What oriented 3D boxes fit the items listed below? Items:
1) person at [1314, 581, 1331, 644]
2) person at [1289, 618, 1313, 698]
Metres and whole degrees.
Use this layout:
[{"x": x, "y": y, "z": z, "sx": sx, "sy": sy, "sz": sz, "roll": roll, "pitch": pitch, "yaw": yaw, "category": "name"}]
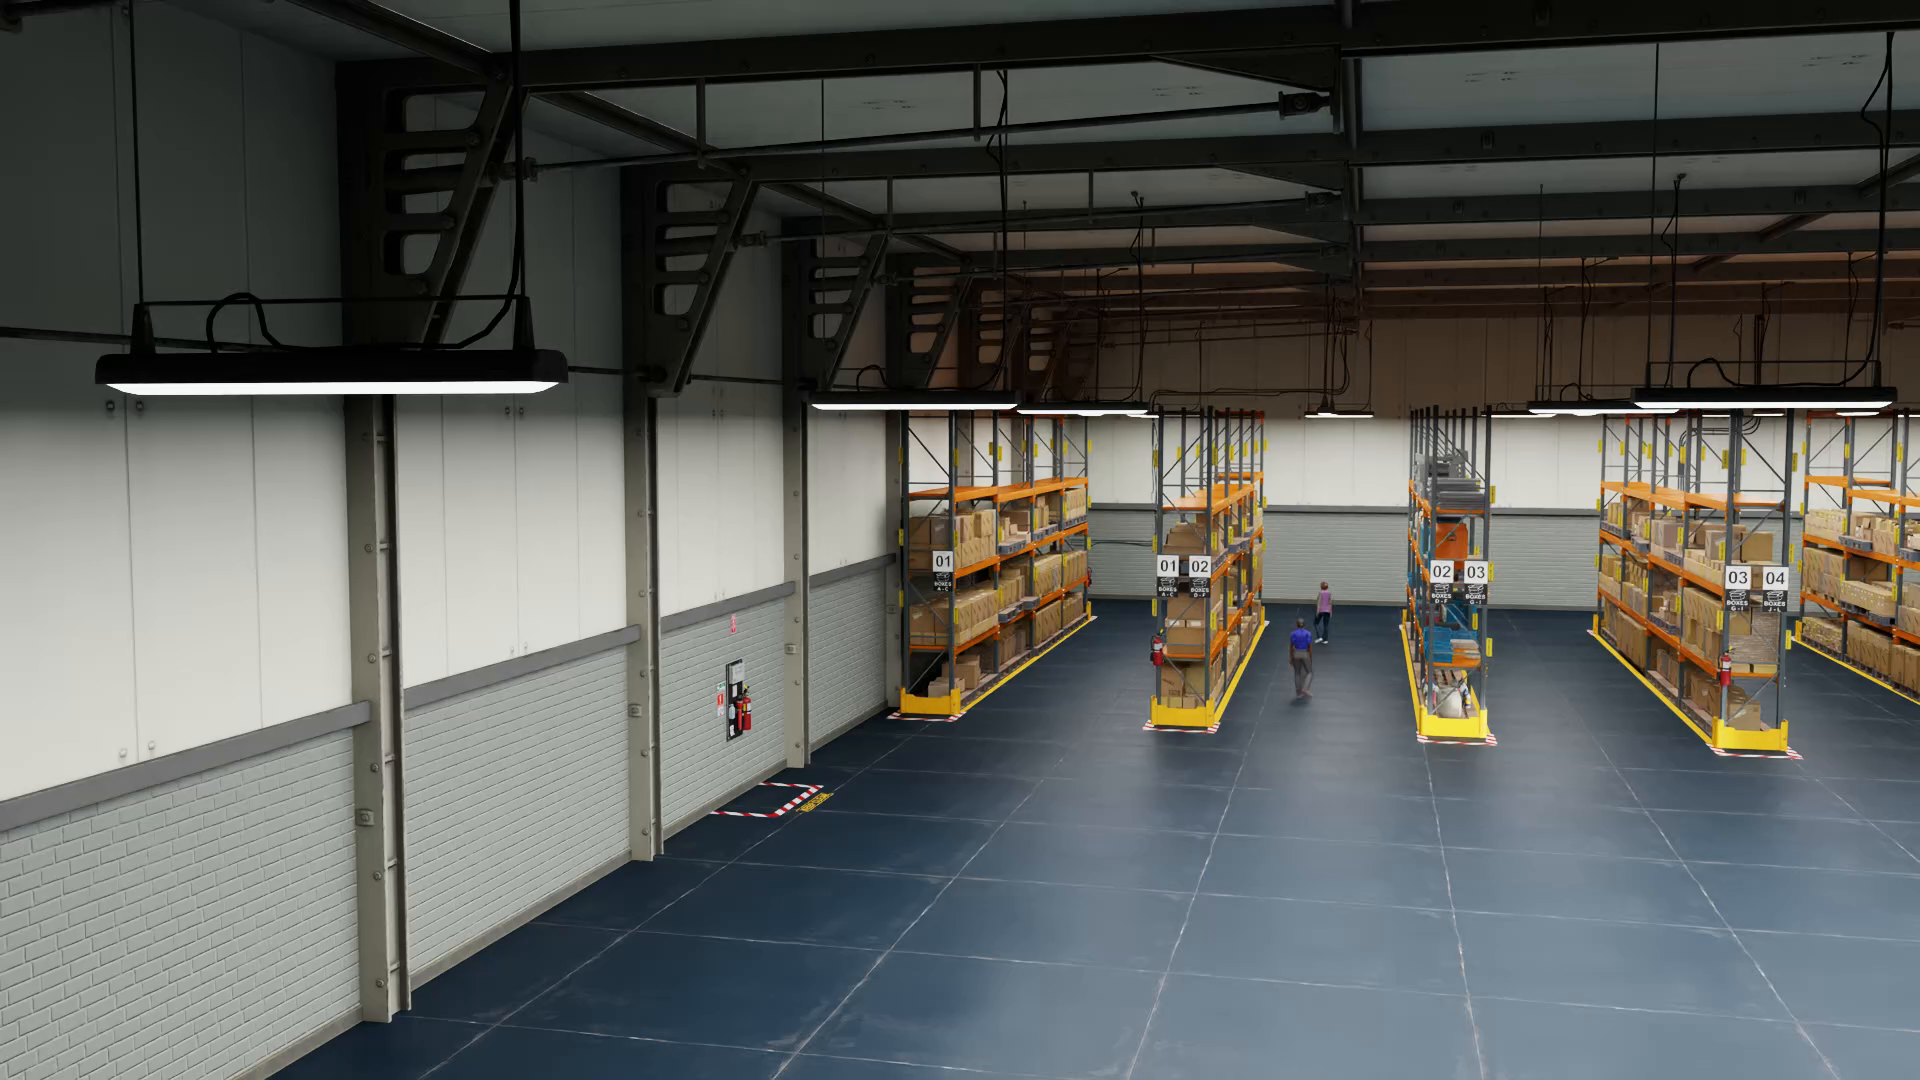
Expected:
[{"x": 9.346, "y": 1.867, "z": 42.733, "sx": 0.446, "sy": 1.612, "sz": 0.372, "roll": -1, "pitch": 4, "yaw": -20, "category": "person"}, {"x": 7.052, "y": 2.440, "z": 34.320, "sx": 0.512, "sy": 1.656, "sz": 0.509, "roll": 1, "pitch": 4, "yaw": 17, "category": "person"}]
